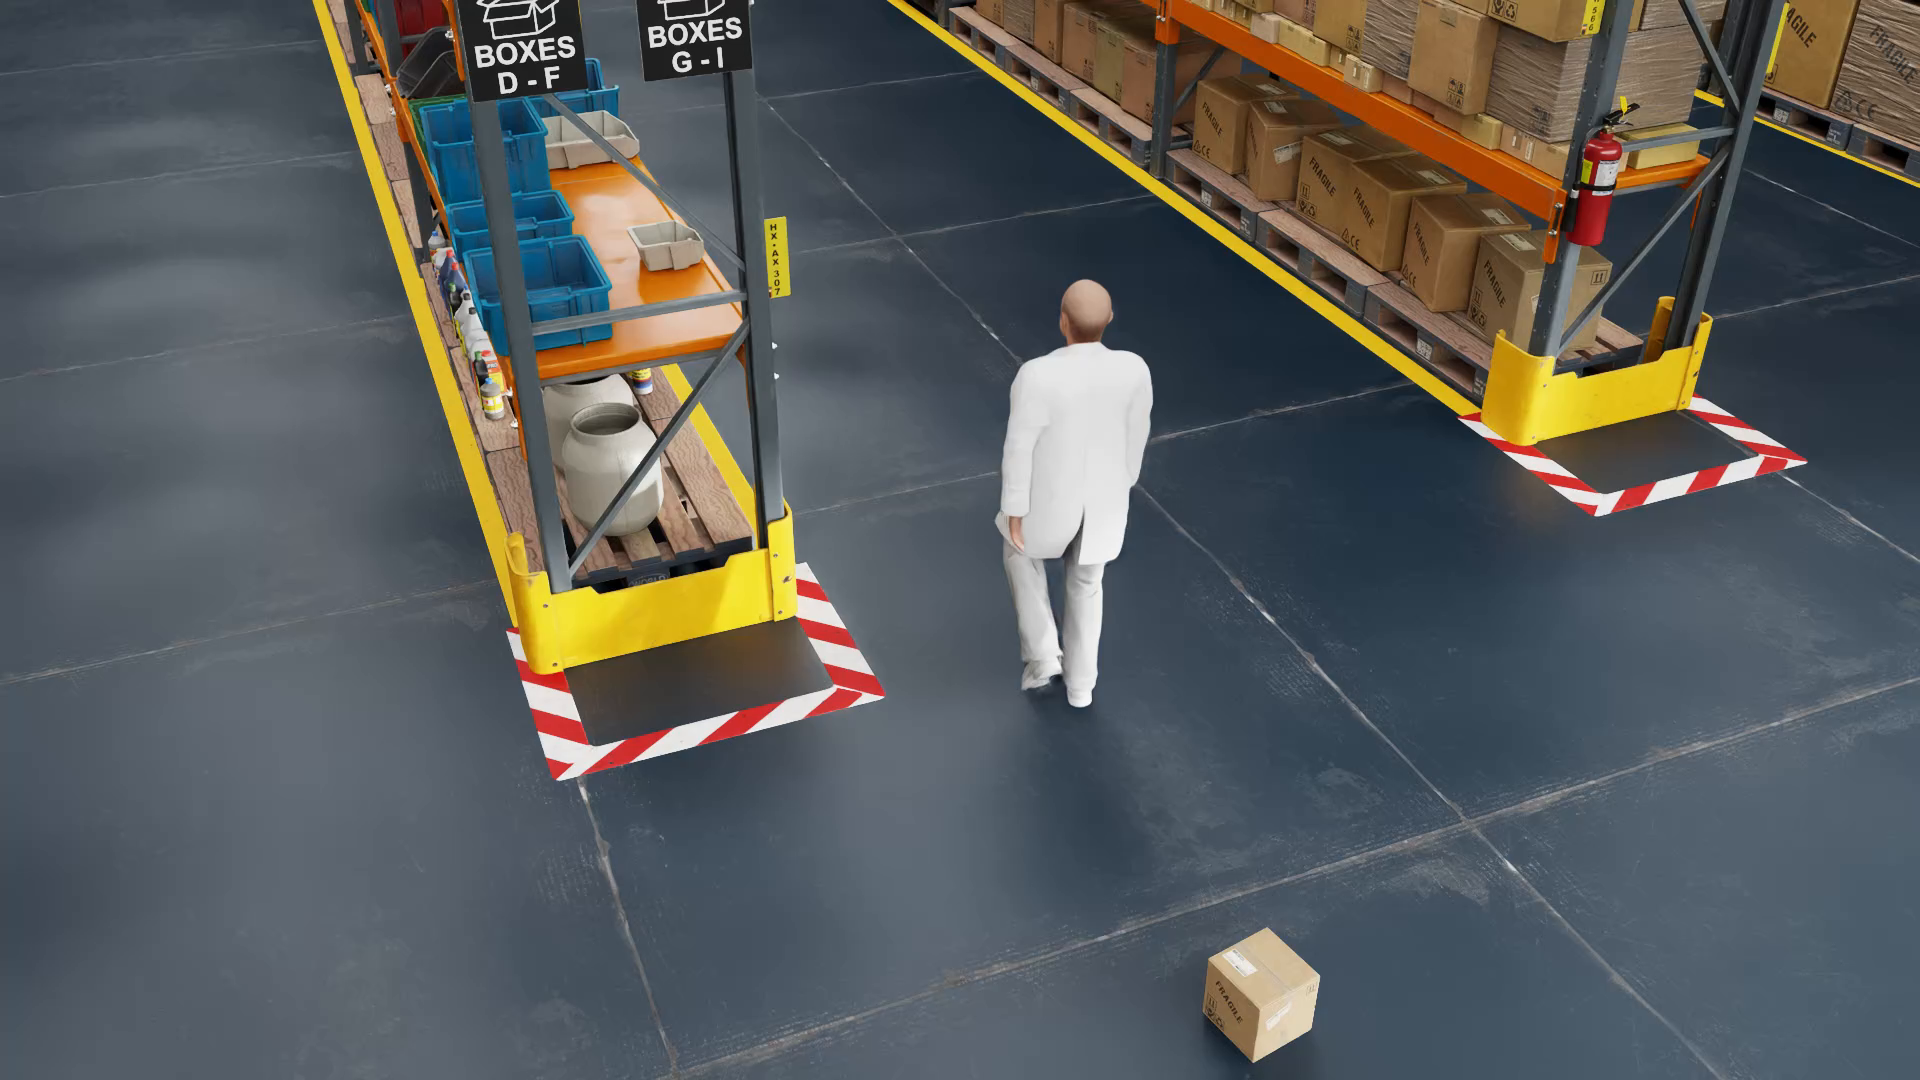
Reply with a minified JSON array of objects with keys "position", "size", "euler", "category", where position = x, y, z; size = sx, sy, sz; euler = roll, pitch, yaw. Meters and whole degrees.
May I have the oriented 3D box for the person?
[{"position":[0.421,-0.162,6.378],"size":[0.587,1.805,0.480],"euler":[-6,33,-9],"category":"person"}]
